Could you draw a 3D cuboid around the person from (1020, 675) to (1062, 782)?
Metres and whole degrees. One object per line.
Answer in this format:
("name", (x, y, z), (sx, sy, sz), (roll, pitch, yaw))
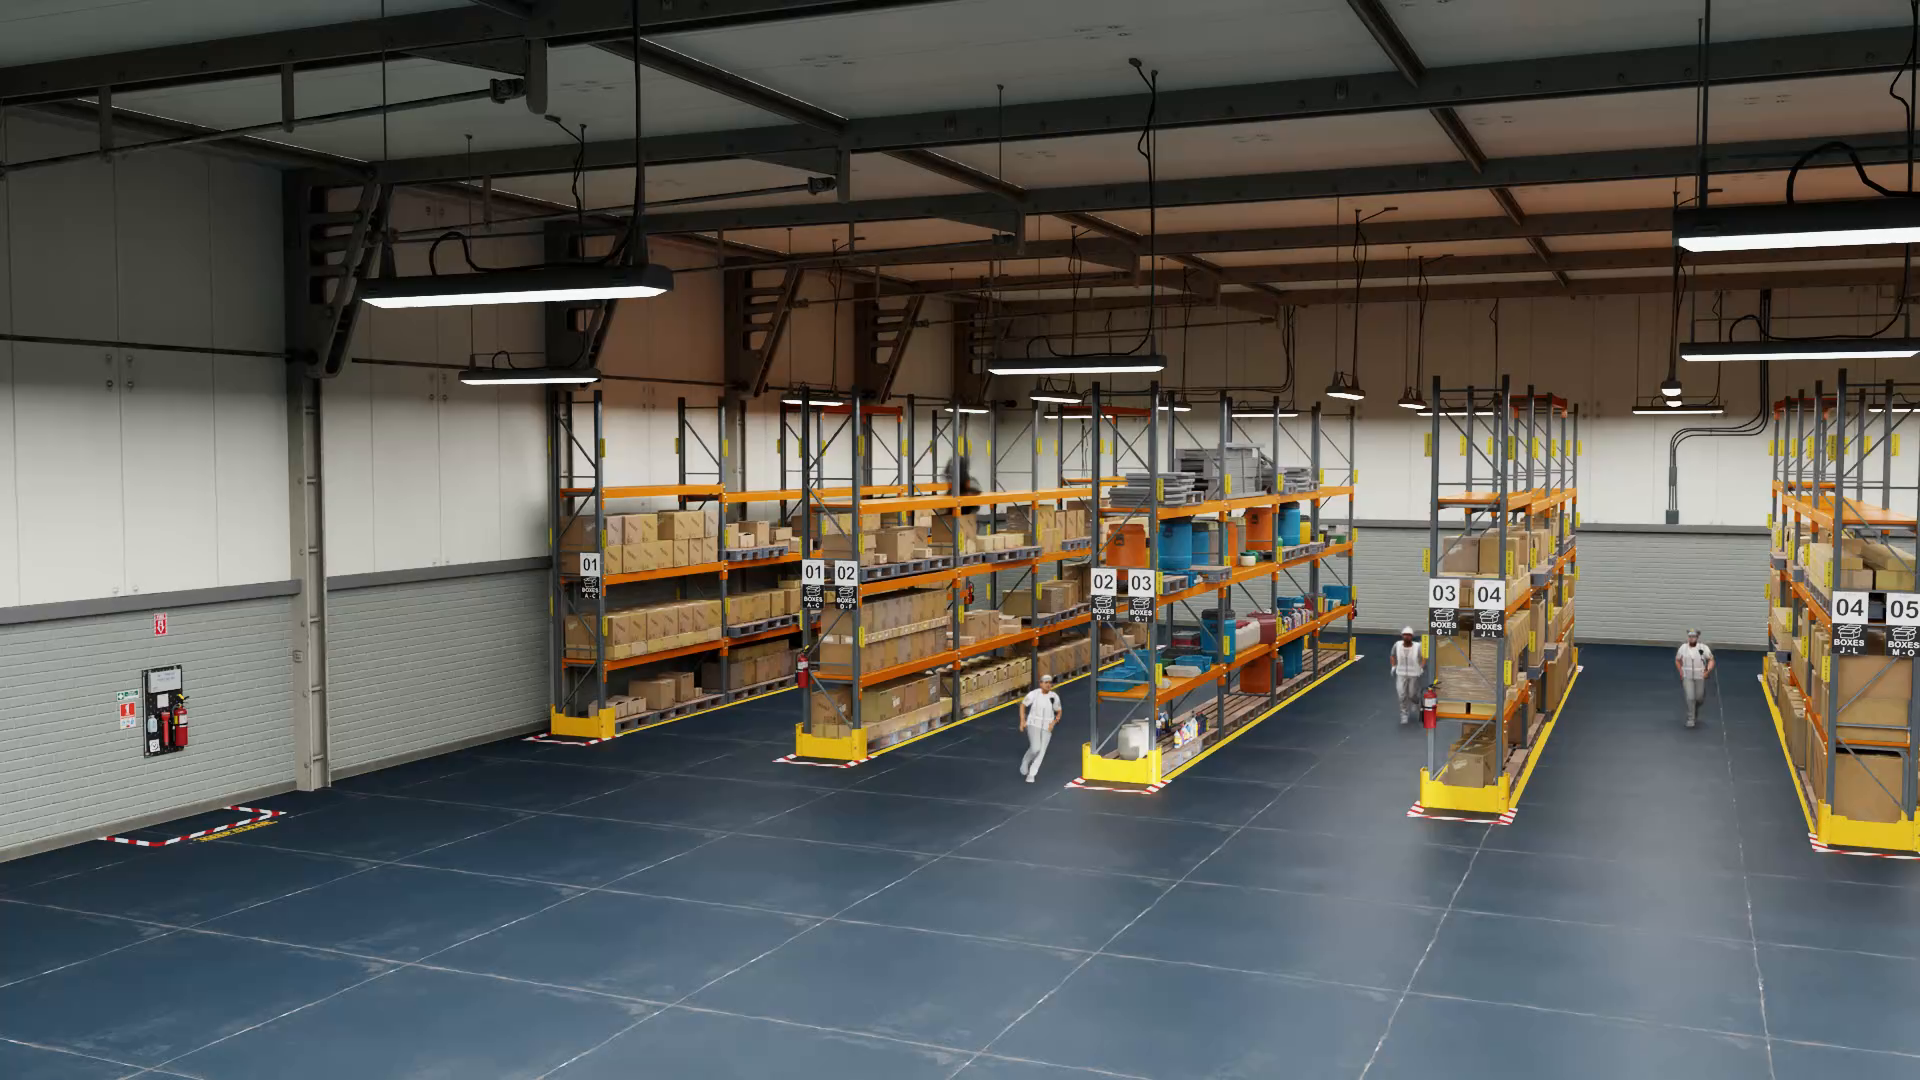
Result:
("person", (1.233, 2.827, 24.935), (0.637, 1.597, 0.539), (0, 3, -9))

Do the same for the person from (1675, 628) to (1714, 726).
("person", (13.297, 2.476, 30.127), (0.658, 1.758, 0.591), (2, 4, 26))

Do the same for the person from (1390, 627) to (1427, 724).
("person", (8.193, 2.456, 30.413), (0.663, 1.746, 0.813), (1, 3, 23))
